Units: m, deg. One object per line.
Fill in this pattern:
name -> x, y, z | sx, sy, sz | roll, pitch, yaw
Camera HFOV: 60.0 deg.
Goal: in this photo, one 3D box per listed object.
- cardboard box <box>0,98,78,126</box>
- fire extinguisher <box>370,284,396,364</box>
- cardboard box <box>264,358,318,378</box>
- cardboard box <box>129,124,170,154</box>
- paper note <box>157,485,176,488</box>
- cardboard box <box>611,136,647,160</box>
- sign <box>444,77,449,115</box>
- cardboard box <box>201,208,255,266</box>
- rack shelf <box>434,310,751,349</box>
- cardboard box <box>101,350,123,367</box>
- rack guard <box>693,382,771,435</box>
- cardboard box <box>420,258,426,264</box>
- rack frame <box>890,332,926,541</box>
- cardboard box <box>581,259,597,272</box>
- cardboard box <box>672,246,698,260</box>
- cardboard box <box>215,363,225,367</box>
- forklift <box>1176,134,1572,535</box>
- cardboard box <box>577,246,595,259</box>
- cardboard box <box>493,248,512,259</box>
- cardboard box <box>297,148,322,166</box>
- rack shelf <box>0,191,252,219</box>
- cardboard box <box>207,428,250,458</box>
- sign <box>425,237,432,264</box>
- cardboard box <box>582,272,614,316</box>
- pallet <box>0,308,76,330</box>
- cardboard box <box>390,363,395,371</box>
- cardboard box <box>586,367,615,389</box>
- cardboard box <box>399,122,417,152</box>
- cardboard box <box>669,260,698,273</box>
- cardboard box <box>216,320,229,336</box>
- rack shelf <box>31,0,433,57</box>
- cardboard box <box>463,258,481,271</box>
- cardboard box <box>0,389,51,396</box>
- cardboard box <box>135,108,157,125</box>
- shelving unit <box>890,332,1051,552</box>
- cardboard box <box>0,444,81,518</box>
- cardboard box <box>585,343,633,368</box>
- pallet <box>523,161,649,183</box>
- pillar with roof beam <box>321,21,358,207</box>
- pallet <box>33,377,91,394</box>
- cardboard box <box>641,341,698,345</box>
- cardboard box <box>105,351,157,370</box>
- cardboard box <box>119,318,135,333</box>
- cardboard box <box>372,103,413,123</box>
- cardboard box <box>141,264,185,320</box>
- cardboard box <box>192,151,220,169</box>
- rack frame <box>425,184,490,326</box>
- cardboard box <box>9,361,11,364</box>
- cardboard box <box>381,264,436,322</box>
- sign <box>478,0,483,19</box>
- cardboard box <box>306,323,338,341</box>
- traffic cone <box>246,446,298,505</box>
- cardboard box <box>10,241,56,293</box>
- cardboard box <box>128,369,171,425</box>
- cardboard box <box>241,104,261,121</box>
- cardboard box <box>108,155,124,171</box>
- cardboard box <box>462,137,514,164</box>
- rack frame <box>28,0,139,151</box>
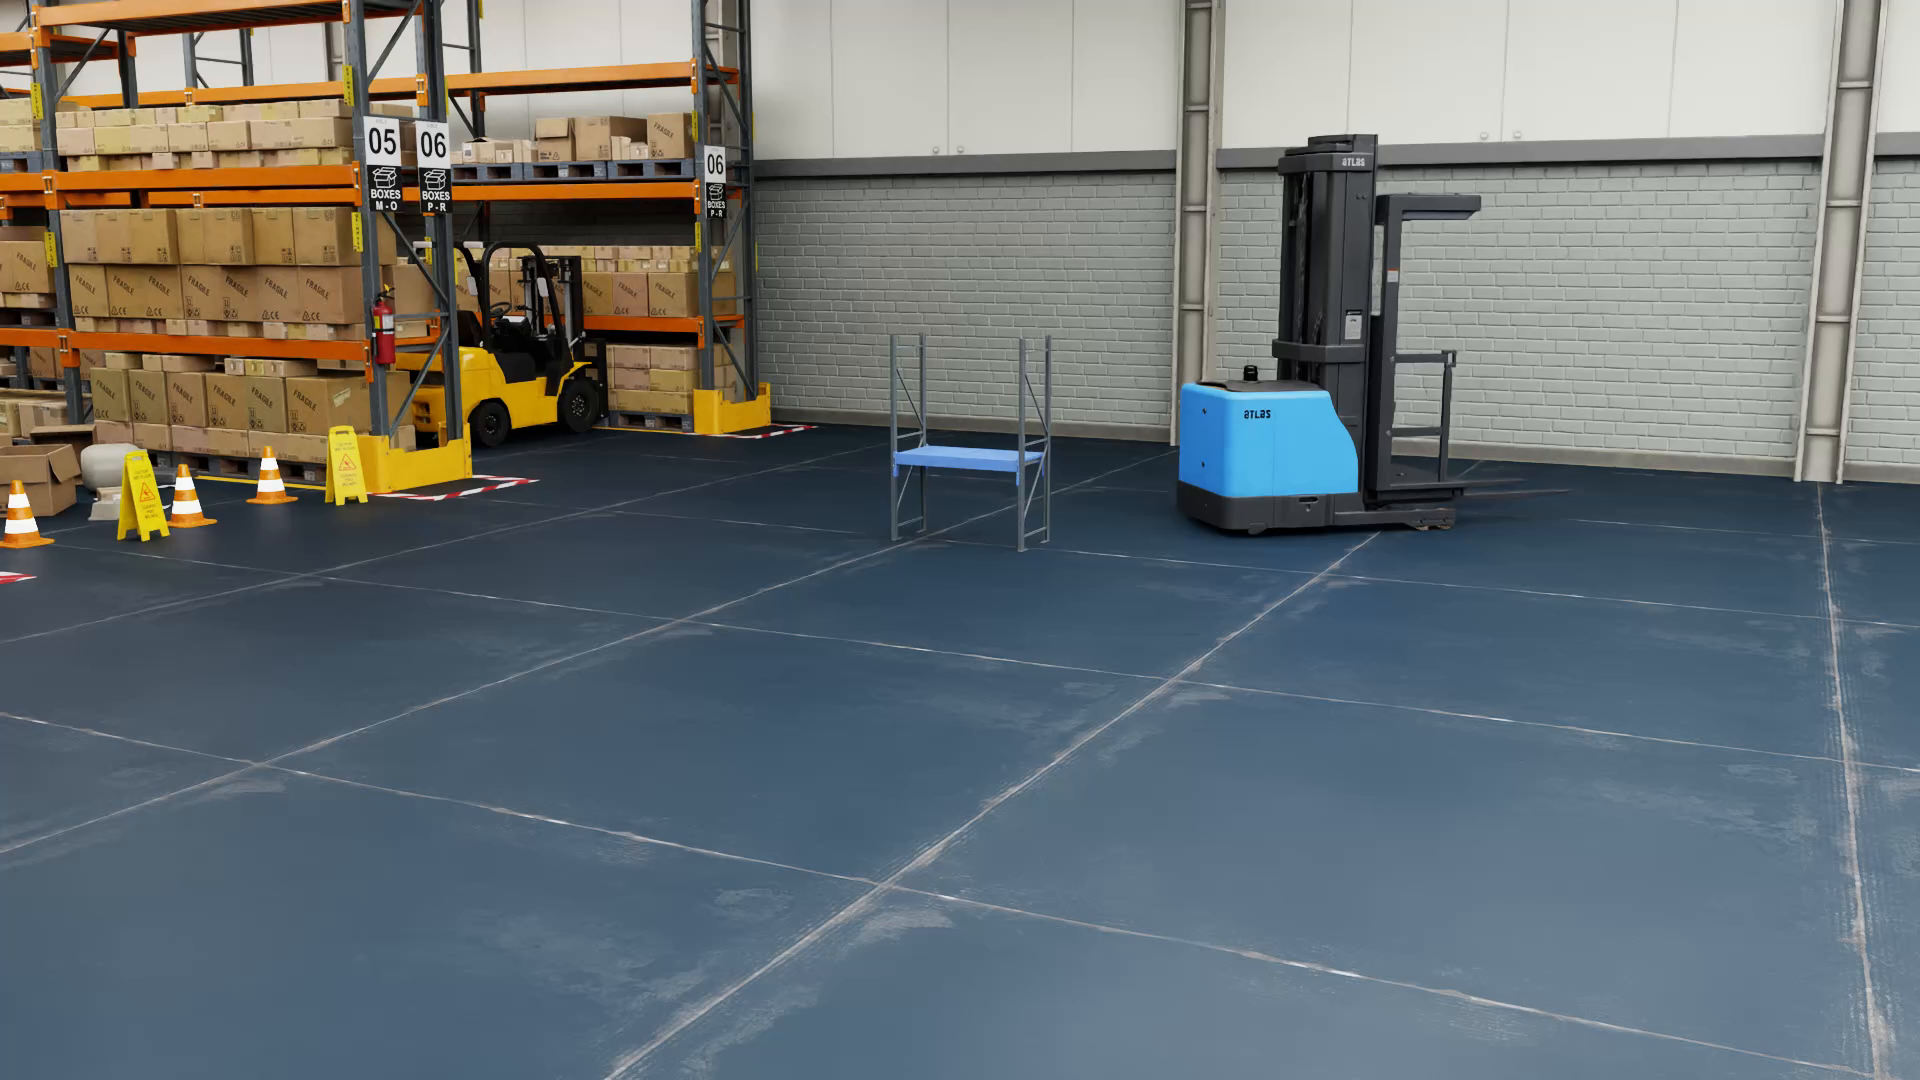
cardboard box -> -9.019, -4.174, 16.285 | 0.500, 0.250, 0.500 | 5, 12, 27
fire extinguisher -> -4.957, -1.858, 14.290 | 0.183, 0.674, 0.296 | 5, 11, 26
cardboard box -> -6.048, -1.560, 15.041 | 0.250, 0.149, 0.380 | 5, 12, 27
cardboard box -> -7.259, -3.683, 15.321 | 0.500, 0.250, 0.500 | 5, 11, 26
paper note -> -7.071, -0.487, 14.834 | 0.148, 0.019, 0.142 | 1, 10, 6
cardboard box -> -3.768, -4.474, 19.023 | 0.258, 0.266, 0.396 | 5, 11, 26
sign -> -4.616, -3.971, 14.873 | 0.005, 0.325, 0.100 | 5, 11, 26
cardboard box -> -6.364, -2.736, 15.003 | 0.500, 0.500, 0.700 | 5, 11, 25
rack shelf -> -4.456, -2.575, 20.056 | 4.000, 0.370, 1.077 | 5, 11, 26
cardboard box -> -11.700, -2.497, 23.446 | 0.500, 0.500, 0.500 | 5, 11, 24
rack guard -> -2.641, -1.540, 19.333 | 0.348, 0.500, 1.175 | 5, 11, 26
cardboard box -> -6.654, -3.447, 20.749 | 0.250, 0.149, 0.380 | 5, 12, 28
rack frame -> -0.379, -0.771, 12.281 | 0.032, 1.500, 0.500 | 5, 11, 26
cardboard box -> -4.259, -3.220, 19.495 | 0.250, 0.149, 0.380 | 5, 11, 26
cardboard box -> -3.077, -3.281, 18.998 | 0.250, 0.149, 0.380 | 5, 11, 26
cardboard box -> -7.336, -1.473, 16.381 | 0.500, 0.500, 0.500 | 5, 12, 27
forklift -> 3.286, -1.602, 12.851 | 3.031, 2.935, 1.130 | -3, 11, -14
cardboard box -> -4.266, -3.365, 19.465 | 0.250, 0.149, 0.380 | 5, 12, 27
cardboard box -> -5.403, -3.467, 20.029 | 0.250, 0.149, 0.380 | 5, 12, 27
cardboard box -> -5.537, -3.329, 14.482 | 0.250, 0.149, 0.380 | 5, 11, 26
rack shelf -> -11.630, -4.682, 23.272 | 4.000, 0.370, 1.077 | 5, 11, 26
cardboard box -> -6.632, -0.935, 15.517 | 0.500, 0.250, 0.500 | 5, 11, 24
sign -> -6.481, -3.530, 20.283 | 0.005, 0.325, 0.100 | 5, 11, 26
cardboard box -> -4.141, -2.900, 19.551 | 0.500, 0.500, 0.500 | 5, 11, 25
pallet -> -9.064, -2.283, 16.959 | 1.213, 0.211, 1.003 | 5, 11, 26
cardboard box -> -6.723, -2.164, 21.254 | 0.625, 0.625, 0.875 | 6, 12, 28
cardboard box -> -4.155, -1.938, 19.654 | 0.500, 0.250, 0.500 | 5, 11, 25
cardboard box -> -5.189, -3.609, 14.913 | 0.500, 0.250, 0.500 | 5, 11, 25
cardboard box -> -3.098, -3.122, 18.958 | 0.250, 0.149, 0.380 | 5, 11, 27
cardboard box -> -6.648, -1.974, 15.418 | 0.250, 0.149, 0.380 | 5, 11, 26
rack shelf -> -6.649, -4.732, 15.140 | 4.000, 0.370, 1.077 | 5, 11, 26
cardboard box -> -5.847, -3.368, 20.314 | 0.250, 0.149, 0.380 | 5, 12, 27
cardboard box -> -10.185, -1.359, 17.515 | 0.625, 0.372, 0.950 | 5, 12, 28
cardboard box -> -7.357, -3.887, 15.328 | 0.250, 0.149, 0.380 | 5, 11, 24
shelving unit -> 0.077, -0.731, 12.060 | 1.048, 1.500, 0.538 | 5, 11, 26
cardboard box -> -7.551, -0.484, 13.492 | 0.637, 0.503, 0.797 | -2, 11, -14
cardboard box -> -4.131, -2.181, 19.593 | 0.500, 0.250, 0.500 | 5, 11, 27
pallet -> -4.383, -4.360, 19.722 | 1.213, 0.211, 1.003 | 5, 11, 26
pillar with roof beam -> -10.174, -5.708, 18.499 | 0.400, 9.000, 9.100 | 5, 11, 26
pallet -> -12.678, -2.287, 24.273 | 1.213, 0.211, 1.003 | 5, 11, 26
cardboard box -> -3.460, -2.224, 19.830 | 0.500, 0.250, 0.500 | 5, 11, 26
cardboard box -> -7.948, -1.726, 15.961 | 0.250, 0.149, 0.380 | 5, 11, 27
cardboard box -> -7.801, -2.066, 15.930 | 0.250, 0.149, 0.380 | 5, 11, 26
cardboard box -> -5.084, -3.784, 14.758 | 0.250, 0.149, 0.380 | 5, 11, 25
cardboard box -> -7.266, -2.333, 15.580 | 0.500, 0.500, 0.500 | 5, 11, 25
cardboard box -> -6.696, -3.428, 15.032 | 0.250, 0.149, 0.380 | 5, 11, 25
rack frame -> -6.250, -3.087, 20.863 | 0.127, 3.000, 1.000 | 5, 11, 26
cardboard box -> -14.301, -2.645, 25.247 | 0.250, 0.149, 0.380 | 5, 11, 25
cardboard box -> -5.158, -2.256, 15.155 | 0.500, 0.500, 0.500 | 5, 11, 25
sign -> -5.982, -6.663, 20.710 | 0.005, 0.325, 0.100 | 5, 11, 26
cardboard box -> -5.562, -1.852, 14.748 | 0.250, 0.149, 0.380 | 5, 11, 25
traffic cone -> -5.812, -0.558, 14.014 | 0.334, 0.463, 0.336 | 5, 11, 26
cardboard box -> -8.959, -2.696, 16.407 | 0.500, 0.500, 0.500 | 5, 11, 25
cardboard box -> -7.548, -1.386, 15.904 | 0.500, 0.500, 0.500 | 6, 12, 28
cardboard box -> -6.162, -3.795, 14.820 | 0.250, 0.149, 0.380 | 5, 11, 26
cardboard box -> -7.790, -3.551, 15.710 | 0.250, 0.149, 0.380 | 5, 11, 26
cardboard box -> -5.612, -4.670, 19.980 | 0.500, 0.311, 0.500 | 5, 12, 27
rack frame -> -8.443, -5.246, 15.946 | 0.127, 3.000, 1.000 | 5, 11, 26
